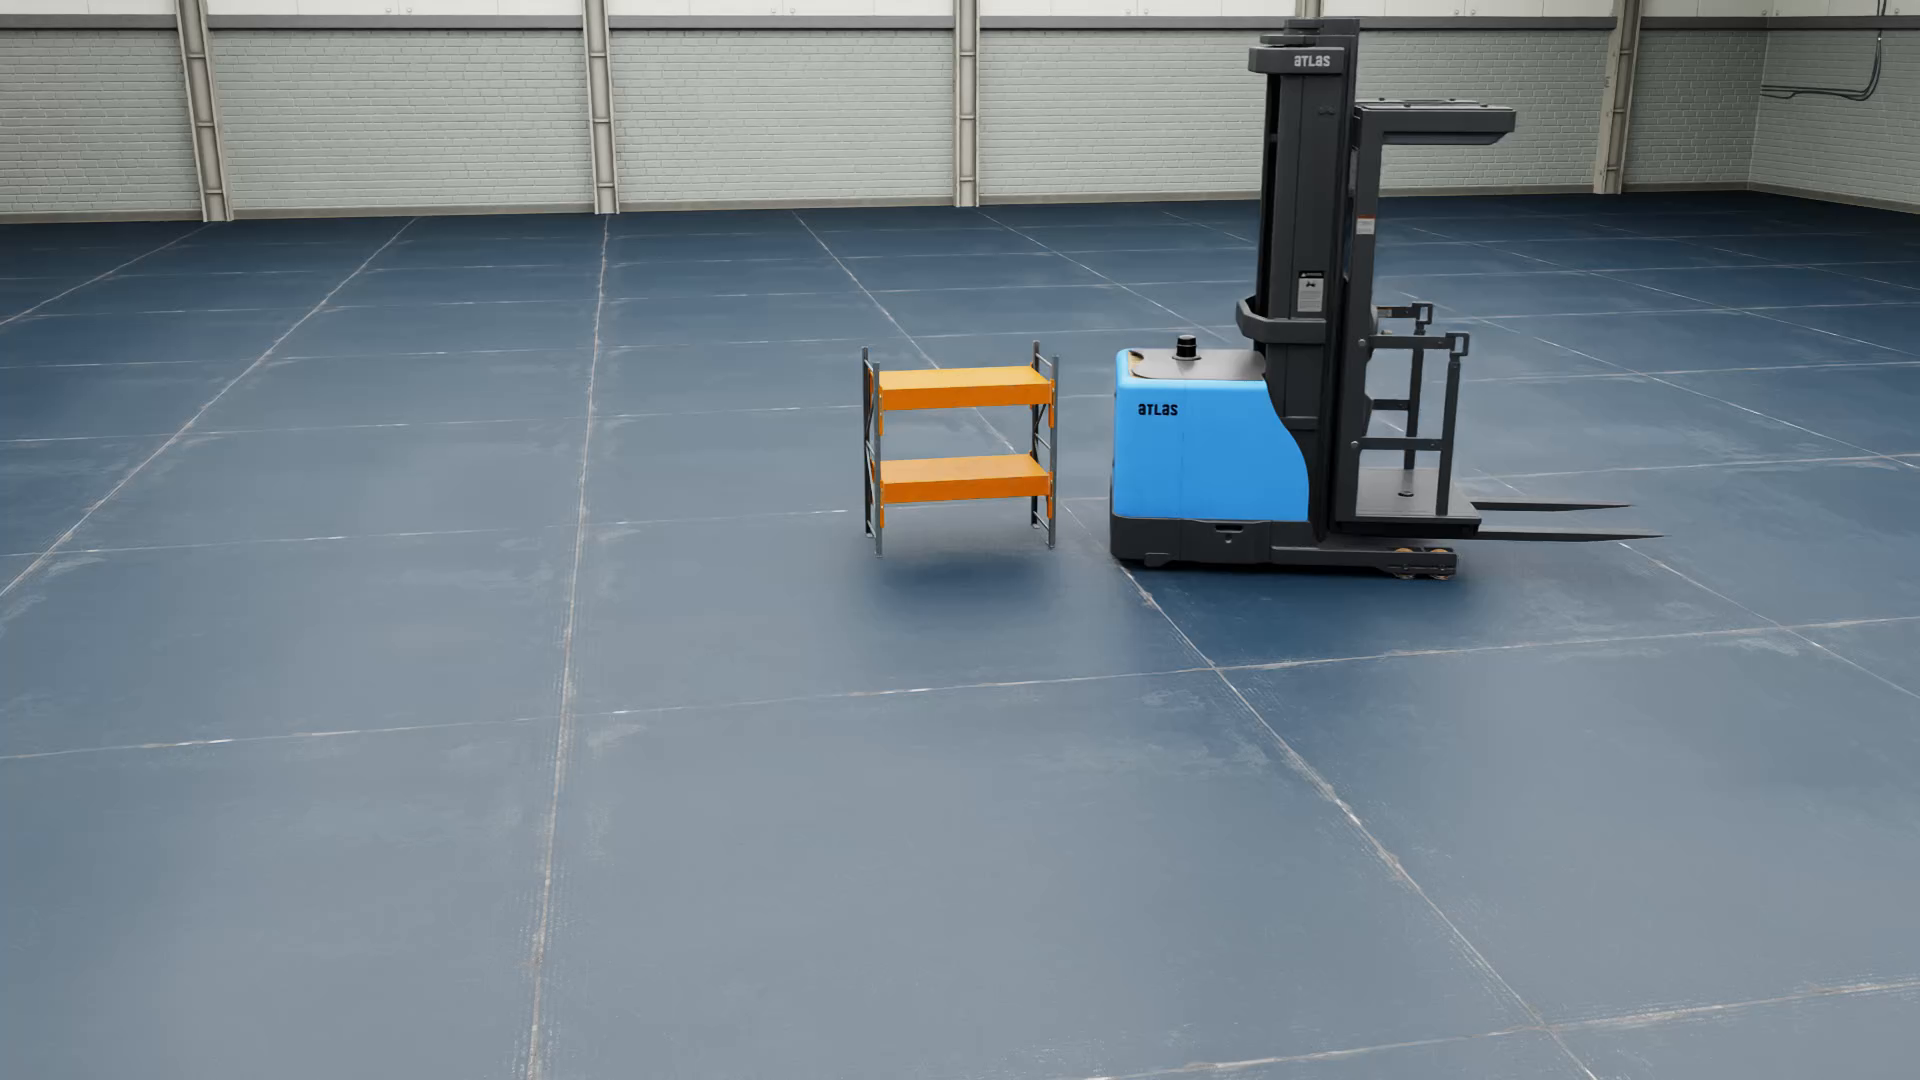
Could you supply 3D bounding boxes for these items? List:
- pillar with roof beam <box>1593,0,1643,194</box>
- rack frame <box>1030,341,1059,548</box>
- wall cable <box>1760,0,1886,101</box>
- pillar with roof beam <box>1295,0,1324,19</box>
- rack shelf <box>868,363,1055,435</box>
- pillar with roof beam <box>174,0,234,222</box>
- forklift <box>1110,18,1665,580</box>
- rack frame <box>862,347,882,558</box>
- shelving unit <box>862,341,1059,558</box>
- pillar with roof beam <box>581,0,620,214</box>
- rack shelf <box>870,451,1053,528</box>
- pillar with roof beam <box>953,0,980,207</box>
[{"bbox_3d":[12.702,-9.435,25.202,0.400,9.000,9.100,-3,17,-10],"label":"pillar with roof beam"},{"bbox_3d":[0.492,-0.566,9.738,0.032,1.125,0.500,-3,17,-10],"label":"rack frame"},{"bbox_3d":[15.028,-8.974,28.992,0.112,2.526,3.097,-3,17,-10],"label":"wall cable"},{"bbox_3d":[6.811,-9.100,24.114,0.400,9.000,9.100,-3,17,-10],"label":"pillar with roof beam"},{"bbox_3d":[-0.007,-0.817,9.559,1.000,0.278,0.538,-3,17,-10],"label":"rack shelf"},{"bbox_3d":[-10.863,-8.098,20.850,0.400,9.000,9.100,-3,17,-10],"label":"pillar with roof beam"},{"bbox_3d":[2.390,-1.346,9.202,3.031,2.935,1.130,1,17,4],"label":"forklift"},{"bbox_3d":[-0.506,-0.509,9.553,0.032,1.125,0.500,-3,17,-10],"label":"rack frame"},{"bbox_3d":[-0.007,-0.537,9.645,1.048,1.125,0.538,-3,17,-10],"label":"shelving unit"},{"bbox_3d":[-4.972,-8.432,21.938,0.400,9.000,9.100,-3,17,-10],"label":"pillar with roof beam"},{"bbox_3d":[-0.007,-0.304,9.717,1.000,0.278,0.538,-3,17,-10],"label":"rack shelf"},{"bbox_3d":[0.919,-8.766,23.026,0.400,9.000,9.100,-3,17,-10],"label":"pillar with roof beam"}]
